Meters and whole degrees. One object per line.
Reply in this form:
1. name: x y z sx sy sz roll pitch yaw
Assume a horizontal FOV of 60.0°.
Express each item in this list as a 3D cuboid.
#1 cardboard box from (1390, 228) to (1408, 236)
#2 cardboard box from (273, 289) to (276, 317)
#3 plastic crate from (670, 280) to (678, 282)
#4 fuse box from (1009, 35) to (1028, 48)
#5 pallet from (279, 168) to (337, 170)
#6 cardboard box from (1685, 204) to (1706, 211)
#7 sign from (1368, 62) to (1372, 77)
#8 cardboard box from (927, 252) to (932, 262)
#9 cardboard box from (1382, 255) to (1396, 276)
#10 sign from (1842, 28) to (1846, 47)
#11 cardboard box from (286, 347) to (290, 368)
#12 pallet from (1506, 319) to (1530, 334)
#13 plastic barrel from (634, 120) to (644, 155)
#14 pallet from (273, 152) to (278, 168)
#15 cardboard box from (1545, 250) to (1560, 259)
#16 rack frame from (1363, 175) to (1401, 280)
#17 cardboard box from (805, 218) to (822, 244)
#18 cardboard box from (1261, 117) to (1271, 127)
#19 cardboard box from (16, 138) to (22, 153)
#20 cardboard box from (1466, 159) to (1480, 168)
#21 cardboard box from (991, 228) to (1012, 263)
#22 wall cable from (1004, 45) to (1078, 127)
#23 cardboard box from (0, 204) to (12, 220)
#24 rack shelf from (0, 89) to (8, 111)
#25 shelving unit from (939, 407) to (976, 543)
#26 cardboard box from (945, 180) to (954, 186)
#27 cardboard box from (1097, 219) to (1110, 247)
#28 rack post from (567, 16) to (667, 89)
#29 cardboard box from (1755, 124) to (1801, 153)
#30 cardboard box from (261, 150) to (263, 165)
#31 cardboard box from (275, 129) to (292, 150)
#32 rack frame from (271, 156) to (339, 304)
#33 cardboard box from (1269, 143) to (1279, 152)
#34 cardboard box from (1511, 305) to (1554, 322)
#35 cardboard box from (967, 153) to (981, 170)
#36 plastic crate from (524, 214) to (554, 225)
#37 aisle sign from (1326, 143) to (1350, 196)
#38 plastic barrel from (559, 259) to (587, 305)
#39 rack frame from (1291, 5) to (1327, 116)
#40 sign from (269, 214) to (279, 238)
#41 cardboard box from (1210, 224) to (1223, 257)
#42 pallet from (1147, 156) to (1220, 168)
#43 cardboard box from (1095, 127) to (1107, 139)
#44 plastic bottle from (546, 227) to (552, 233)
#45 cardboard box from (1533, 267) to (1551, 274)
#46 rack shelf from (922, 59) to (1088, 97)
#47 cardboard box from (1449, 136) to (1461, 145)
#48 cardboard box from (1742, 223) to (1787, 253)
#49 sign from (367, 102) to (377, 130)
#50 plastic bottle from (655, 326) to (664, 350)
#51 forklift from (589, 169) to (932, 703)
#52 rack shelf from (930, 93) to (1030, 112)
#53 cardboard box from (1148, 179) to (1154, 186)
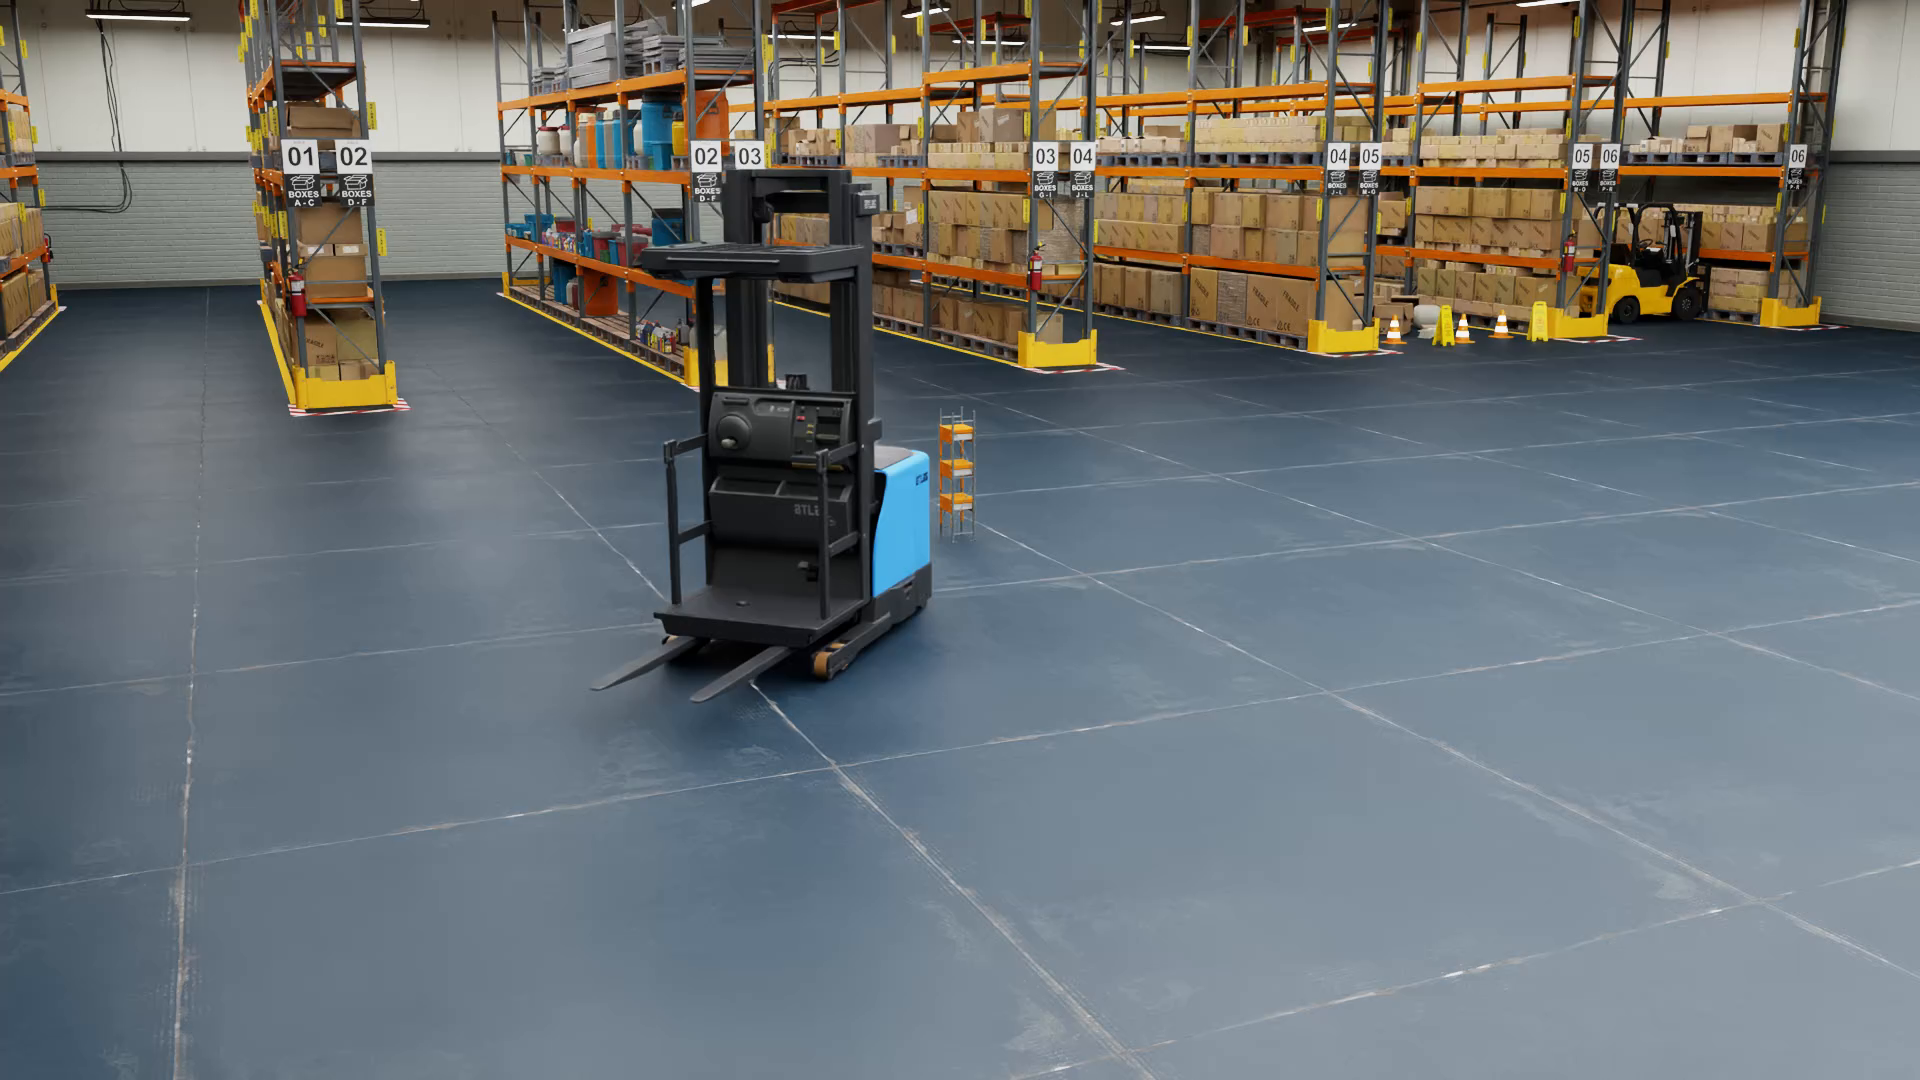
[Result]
1. cardboard box: 8.487 -5.925 31.942 0.380 0.149 0.250 -5 14 -22
2. cardboard box: -11.828 -4.182 29.353 0.500 0.500 0.500 -6 14 -25
3. plastic crate: -3.800 -3.731 23.167 0.499 0.251 0.408 -6 14 -23
4. fuse box: 1.638 -13.856 46.186 0.513 0.334 0.176 -6 14 -23
5. pallet: -9.578 -5.521 24.345 0.805 0.209 1.217 -6 14 -25
6. cardboard box: 14.053 -6.318 31.697 0.380 0.149 0.250 -6 14 -23
7. sign: 9.783 -11.234 39.705 0.100 0.325 0.005 -6 14 -23
8. cardboard box: -0.324 -4.672 27.461 0.380 0.149 0.250 -6 14 -23
9. cardboard box: 10.498 -6.620 39.934 0.500 0.500 0.500 -6 14 -24
10. sign: 15.606 -8.888 29.390 0.100 0.325 0.005 -6 14 -23
11. cardboard box: -8.914 -2.506 22.713 0.500 0.250 0.500 -6 14 -23
12. pallet: 10.225 -3.763 29.160 1.003 0.211 1.213 -6 14 -23
13. plastic barrel: -4.680 -6.032 24.950 0.421 0.512 0.421 0 13 0
14. pallet: -8.847 -5.216 22.800 1.003 0.211 1.213 -6 14 -23
15. cardboard box: 10.202 -4.870 28.317 0.380 0.149 0.250 -5 14 -21
16. rack frame: 10.288 -7.863 40.691 1.000 3.000 0.127 -6 14 -23
17. cardboard box: -2.770 -6.136 33.009 0.500 0.500 0.500 -5 14 -22
18. cardboard box: 5.098 -6.749 26.862 0.380 0.149 0.250 -6 14 -24
19. cardboard box: -17.181 -7.091 29.884 0.500 0.250 0.500 -6 14 -24
20. cardboard box: 9.282 -6.739 29.740 0.380 0.149 0.250 -6 14 -24
21. cardboard box: 0.963 -4.442 25.028 0.875 0.500 0.500 -6 14 -23
22. wall cable: 2.292 -12.380 46.904 2.355 3.000 0.029 -6 14 -23
23. cardboard box: -16.133 -5.460 27.720 0.500 0.250 0.500 -5 14 -22
24. rack shelf: -16.154 -7.141 26.748 1.077 0.370 4.000 -6 14 -23
25. shelving unit: -0.021 -0.523 13.299 0.215 1.050 0.252 -6 14 -23
26. cardboard box: -0.024 -8.123 38.716 0.500 0.500 0.500 -6 14 -24
27. cardboard box: 2.987 -5.946 32.188 0.500 0.500 0.500 -6 14 -24
28. rack post: -5.540 -7.838 26.834 1.013 1.000 3.121 -6 14 -23
29. cardboard box: 14.694 -7.217 29.871 0.500 0.500 0.500 -5 14 -21
30. cardboard box: -11.433 -6.608 28.396 0.910 0.500 0.500 -6 14 -23
31. cardboard box: -8.313 -5.021 20.849 0.500 0.250 0.500 -6 14 -23
32. rack frame: -9.213 -3.972 23.879 1.000 3.000 0.127 -6 14 -23
33. cardboard box: 5.201 -6.307 26.721 0.380 0.149 0.250 -6 14 -24
34. cardboard box: 9.968 -3.947 28.939 0.500 0.250 0.500 -6 14 -23
35. cardboard box: 0.436 -5.817 25.533 0.500 0.250 0.500 -6 14 -24
36. plastic crate: -9.174 -6.892 36.284 0.616 0.435 0.499 -6 14 -23
37. aisle sign: 5.807 -5.691 25.543 0.394 0.787 0.004 -6 14 -23
38. plastic barrel: -7.391 -4.993 32.015 0.600 0.901 0.708 -6 14 -23
39. rack frame: 7.343 -9.510 34.503 1.000 3.000 0.127 -6 14 -23
40. sign: -9.706 -4.446 23.537 0.100 0.325 0.005 -6 14 -23
41. cardboard box: 4.851 -5.179 28.764 0.875 0.550 0.550 -6 14 -23
42. pallet: 4.038 -6.846 30.070 0.805 0.209 1.217 -6 14 -25
43. cardboard box: 2.732 -8.217 33.651 0.396 0.266 0.258 -6 14 -23
44. plastic bottle: -8.017 -5.937 32.479 0.144 0.351 0.185 -6 14 -23
45. cardboard box: 12.666 -5.681 35.598 0.875 0.625 0.625 -6 14 -25
46. rack shelf: 0.667 -7.023 25.361 1.077 0.370 4.000 -6 14 -23
47. cardboard box: 9.082 -7.231 30.096 0.380 0.149 0.250 -6 14 -23
48. cardboard box: 14.657 -5.510 30.305 0.500 0.500 0.500 -6 14 -24
49. sign: -7.099 -5.120 20.074 0.100 0.325 0.005 -6 14 -23
50. plastic bottle: -4.409 -2.973 24.461 0.144 0.351 0.185 -5 14 -21
51. forklift: -1.169 -0.709 9.932 1.130 2.935 3.031 5 14 19
52. rack shelf: 0.445 -9.930 37.919 1.077 0.370 4.000 -6 14 -23
53. cardboard box: 4.760 -8.620 40.084 0.380 0.149 0.250 -6 14 -23
